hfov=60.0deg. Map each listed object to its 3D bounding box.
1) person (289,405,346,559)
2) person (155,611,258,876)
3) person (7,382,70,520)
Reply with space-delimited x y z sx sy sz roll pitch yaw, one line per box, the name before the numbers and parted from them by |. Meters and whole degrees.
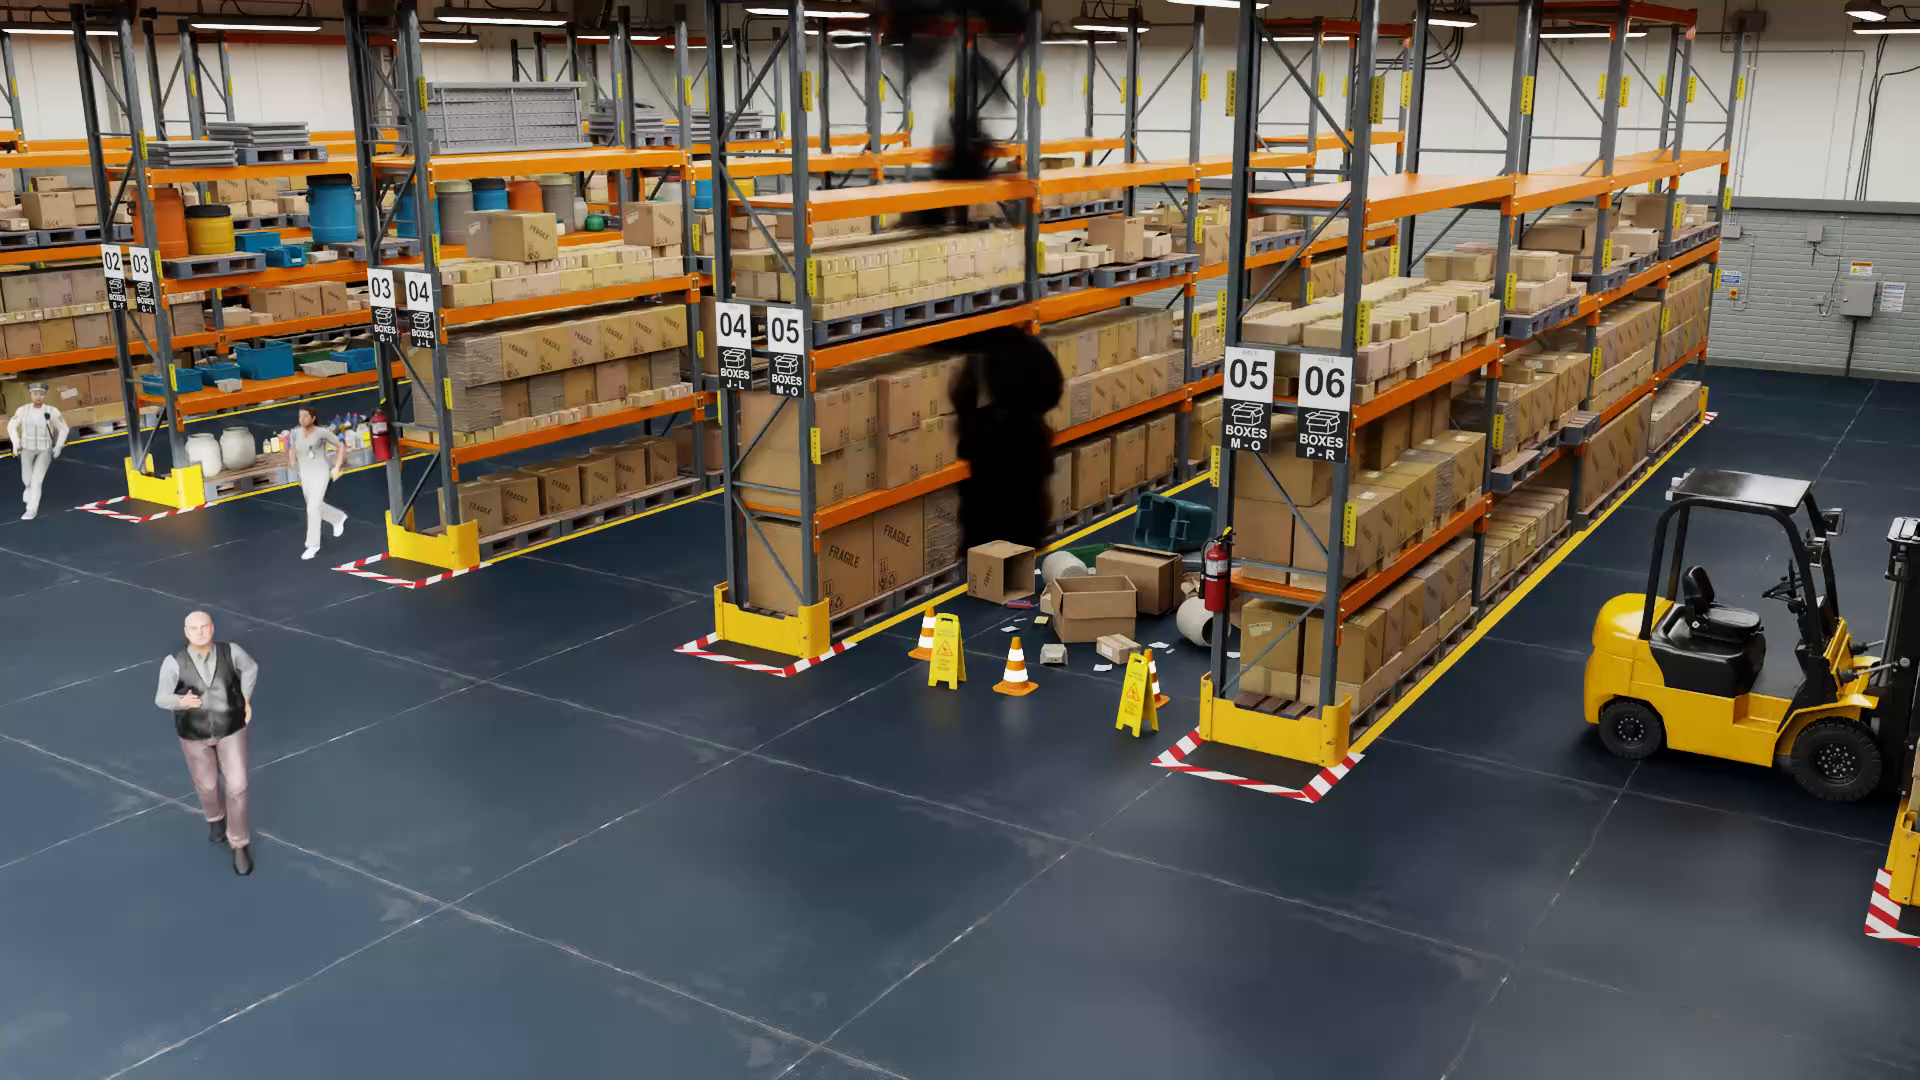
person | -7.220 -0.698 18.668 0.603 1.671 0.890 4 16 14
person | -5.023 1.335 11.198 0.643 1.772 0.742 -7 17 -23
person | -11.155 -1.111 20.178 0.660 1.624 0.613 -6 17 -21
